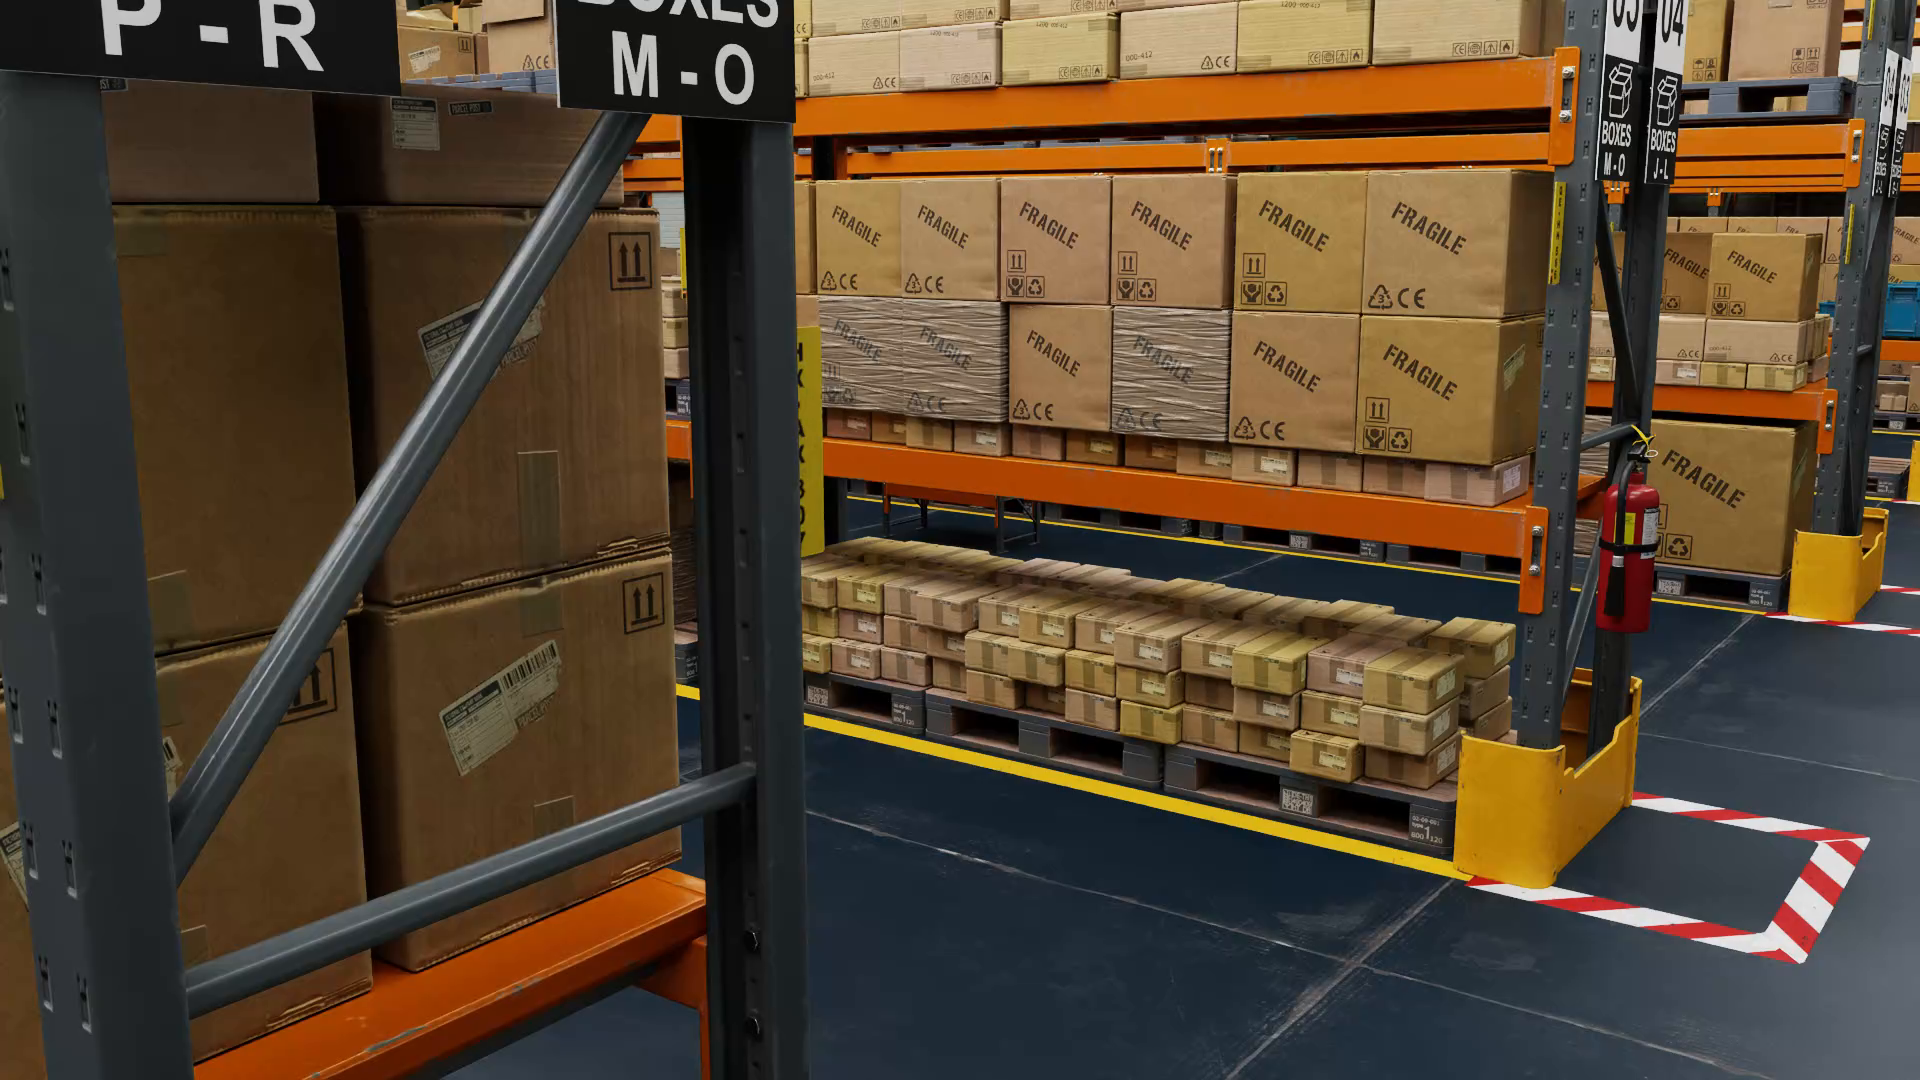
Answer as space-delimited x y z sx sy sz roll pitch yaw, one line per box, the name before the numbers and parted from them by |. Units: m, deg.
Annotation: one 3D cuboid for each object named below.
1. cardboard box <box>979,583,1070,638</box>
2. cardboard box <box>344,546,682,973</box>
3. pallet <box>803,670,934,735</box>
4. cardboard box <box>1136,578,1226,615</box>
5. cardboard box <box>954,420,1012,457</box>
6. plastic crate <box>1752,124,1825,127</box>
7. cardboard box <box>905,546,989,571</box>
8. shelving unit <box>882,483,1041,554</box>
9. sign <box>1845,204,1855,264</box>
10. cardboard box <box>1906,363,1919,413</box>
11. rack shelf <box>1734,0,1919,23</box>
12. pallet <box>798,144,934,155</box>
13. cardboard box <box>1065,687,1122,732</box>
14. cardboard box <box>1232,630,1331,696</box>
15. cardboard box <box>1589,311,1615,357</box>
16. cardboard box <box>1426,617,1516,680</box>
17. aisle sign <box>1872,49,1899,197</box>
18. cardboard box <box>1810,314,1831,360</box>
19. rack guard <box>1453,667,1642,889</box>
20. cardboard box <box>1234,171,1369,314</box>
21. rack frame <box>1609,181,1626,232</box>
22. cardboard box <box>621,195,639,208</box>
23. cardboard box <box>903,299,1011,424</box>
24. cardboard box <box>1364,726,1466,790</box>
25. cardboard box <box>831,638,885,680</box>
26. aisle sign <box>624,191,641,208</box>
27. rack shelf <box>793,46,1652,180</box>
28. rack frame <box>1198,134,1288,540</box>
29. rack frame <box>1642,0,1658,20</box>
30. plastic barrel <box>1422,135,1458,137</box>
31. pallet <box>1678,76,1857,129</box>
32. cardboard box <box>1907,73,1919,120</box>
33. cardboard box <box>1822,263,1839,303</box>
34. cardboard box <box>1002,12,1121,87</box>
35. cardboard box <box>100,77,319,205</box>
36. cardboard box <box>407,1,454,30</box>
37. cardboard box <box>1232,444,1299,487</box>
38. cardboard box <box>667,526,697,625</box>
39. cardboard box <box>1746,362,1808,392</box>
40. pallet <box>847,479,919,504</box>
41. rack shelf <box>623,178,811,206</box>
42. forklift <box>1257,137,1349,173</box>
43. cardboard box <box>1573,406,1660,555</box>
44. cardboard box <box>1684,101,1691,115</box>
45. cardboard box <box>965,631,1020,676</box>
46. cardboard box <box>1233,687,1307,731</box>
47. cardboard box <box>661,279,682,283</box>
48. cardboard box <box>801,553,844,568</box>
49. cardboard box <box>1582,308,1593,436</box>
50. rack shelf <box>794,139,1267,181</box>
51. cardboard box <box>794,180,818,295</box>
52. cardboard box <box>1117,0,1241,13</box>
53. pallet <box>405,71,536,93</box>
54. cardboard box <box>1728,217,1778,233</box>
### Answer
cardboard box | 0.287 0.312 7.355 0.250 0.149 0.380 7 13 33
cardboard box | -0.778 0.266 2.495 0.500 0.500 0.500 8 13 35
pallet | -0.375 0.633 8.202 1.213 0.211 1.003 8 13 36
cardboard box | 0.993 0.289 7.472 0.250 0.149 0.380 8 14 36
cardboard box | 0.188 -0.460 7.173 0.250 0.149 0.380 9 14 38
plastic crate | 7.167 -3.519 14.587 0.767 0.338 0.504 8 13 36
cardboard box | -0.062 0.145 8.217 0.250 0.149 0.380 8 13 35
shelving unit | 0.005 -0.552 11.919 1.048 1.125 0.538 8 13 36
sign | 4.972 -1.708 9.287 0.005 0.325 0.100 8 13 36
cardboard box | 10.587 -1.633 17.995 0.500 0.500 0.500 8 13 36
rack shelf | 6.624 -4.483 14.459 4.000 0.370 1.077 8 13 36
pallet | -0.593 -3.319 13.891 1.003 0.211 1.213 9 14 38
cardboard box | 0.652 0.675 7.044 0.250 0.149 0.380 8 14 37
cardboard box | 1.258 0.478 6.498 0.250 0.149 0.380 8 13 34
cardboard box | 3.938 -1.305 10.489 0.500 0.250 0.500 7 13 34
cardboard box | 2.066 0.434 6.722 0.250 0.149 0.380 7 13 33
aisle sign | 5.185 -2.327 9.315 0.004 0.787 0.394 8 13 36
cardboard box | 5.077 -1.272 10.319 0.500 0.250 0.500 8 13 34
rack guard | 2.226 0.862 6.256 0.348 0.500 1.175 8 13 36
cardboard box | 1.363 -1.113 6.206 0.500 0.500 0.500 7 13 34
rack frame | 7.947 -3.070 20.002 0.127 3.000 1.000 8 13 36
cardboard box | -3.810 -2.843 16.145 1.000 1.000 1.000 8 14 36
cardboard box | 0.101 -0.790 7.171 0.500 0.500 0.500 8 13 34
cardboard box | 1.739 0.810 6.346 0.250 0.149 0.380 8 14 36
cardboard box | -0.388 0.527 7.806 0.250 0.149 0.380 8 13 35
aisle sign | -4.542 -4.991 23.088 0.004 0.787 0.394 8 13 36
rack shelf | 0.675 -1.701 6.920 4.000 0.370 1.077 8 13 36
rack frame | 2.080 -1.554 12.165 0.127 3.000 1.000 8 13 36
rack frame | 2.287 -3.302 5.405 0.127 3.000 1.000 8 13 36
plastic barrel | 4.736 -4.155 16.251 0.433 0.535 0.433 0 11 0
pallet | 4.700 -2.615 9.987 1.213 0.211 1.003 8 13 36
cardboard box | 10.394 -4.758 17.932 0.500 0.500 0.700 8 13 36
cardboard box | 9.830 -2.793 18.306 0.500 0.500 0.500 8 14 36
cardboard box | 0.516 -1.937 6.642 0.500 0.250 0.500 9 14 38
cardboard box | -0.969 -0.455 1.883 0.250 0.149 0.380 8 14 36
cardboard box | -3.259 -3.092 9.941 0.258 0.266 0.396 8 13 36
cardboard box | 1.248 -0.311 6.402 0.250 0.149 0.380 8 14 37
cardboard box | -1.683 0.170 8.727 0.500 0.500 0.500 8 13 34
cardboard box | 4.822 -0.971 9.811 0.250 0.149 0.380 8 14 37
pallet | -0.553 -0.535 14.237 1.213 0.211 1.003 8 13 36
rack shelf | -3.048 -4.556 21.680 4.000 0.370 1.077 8 13 36
forklift | 2.403 -1.929 14.282 3.031 2.935 1.130 9 14 38
cardboard box | 4.008 -0.429 10.840 0.875 0.875 0.875 8 13 36
cardboard box | 8.362 -5.034 19.361 0.500 0.500 0.700 8 13 36
cardboard box | 0.230 0.471 7.314 0.250 0.149 0.380 8 13 35
cardboard box | 1.273 0.617 6.559 0.250 0.149 0.380 7 13 33
cardboard box | -1.416 -1.355 9.128 0.250 0.149 0.380 8 14 36
cardboard box | -0.782 0.166 8.109 0.250 0.149 0.380 9 14 38
cardboard box | 2.089 -0.644 6.416 0.500 0.500 0.500 9 14 38
rack shelf | 0.468 -2.898 13.111 4.000 0.370 1.077 8 13 36
cardboard box | -0.717 -1.404 7.711 0.500 0.500 0.500 8 14 37
cardboard box | 0.941 -2.129 6.319 0.500 0.250 0.500 8 14 36
pallet | -2.209 -2.388 9.075 1.003 0.211 1.213 8 13 36
cardboard box | 8.990 -3.398 18.803 0.500 0.500 0.500 7 13 34
